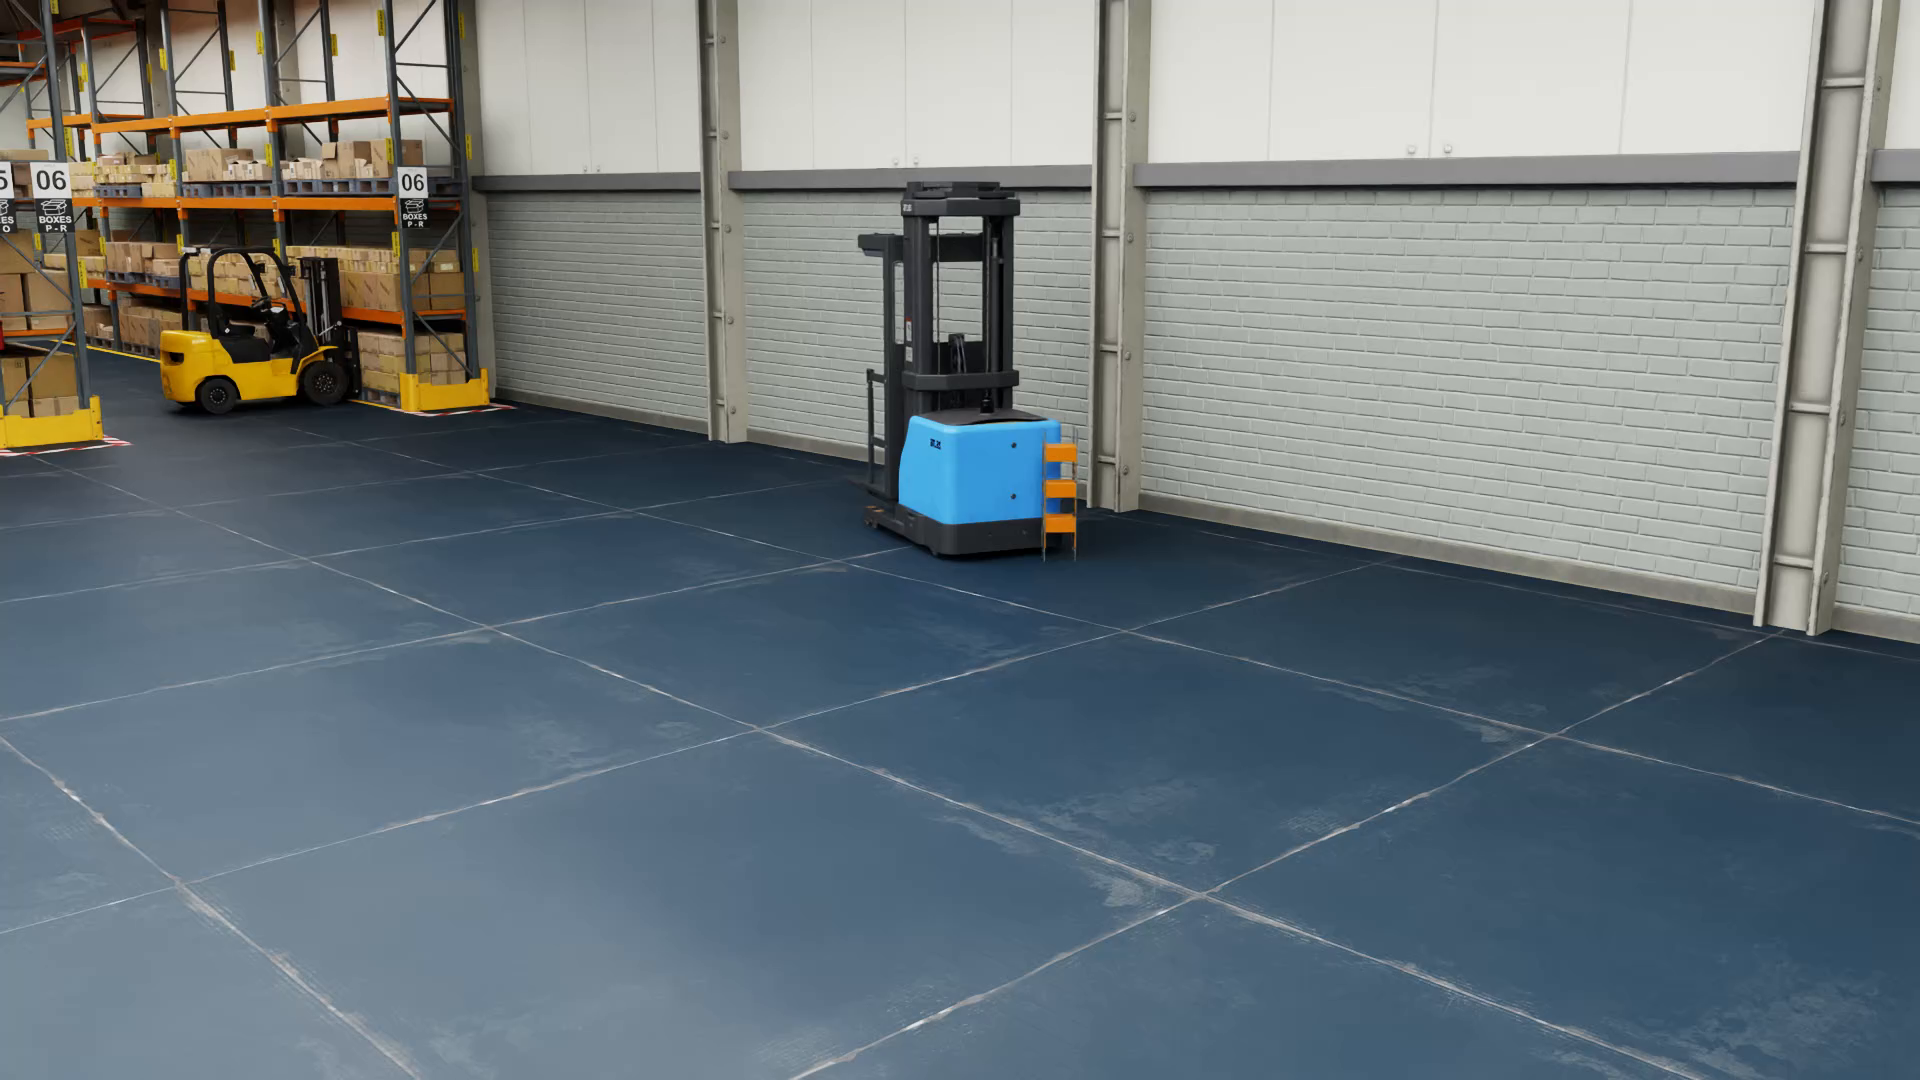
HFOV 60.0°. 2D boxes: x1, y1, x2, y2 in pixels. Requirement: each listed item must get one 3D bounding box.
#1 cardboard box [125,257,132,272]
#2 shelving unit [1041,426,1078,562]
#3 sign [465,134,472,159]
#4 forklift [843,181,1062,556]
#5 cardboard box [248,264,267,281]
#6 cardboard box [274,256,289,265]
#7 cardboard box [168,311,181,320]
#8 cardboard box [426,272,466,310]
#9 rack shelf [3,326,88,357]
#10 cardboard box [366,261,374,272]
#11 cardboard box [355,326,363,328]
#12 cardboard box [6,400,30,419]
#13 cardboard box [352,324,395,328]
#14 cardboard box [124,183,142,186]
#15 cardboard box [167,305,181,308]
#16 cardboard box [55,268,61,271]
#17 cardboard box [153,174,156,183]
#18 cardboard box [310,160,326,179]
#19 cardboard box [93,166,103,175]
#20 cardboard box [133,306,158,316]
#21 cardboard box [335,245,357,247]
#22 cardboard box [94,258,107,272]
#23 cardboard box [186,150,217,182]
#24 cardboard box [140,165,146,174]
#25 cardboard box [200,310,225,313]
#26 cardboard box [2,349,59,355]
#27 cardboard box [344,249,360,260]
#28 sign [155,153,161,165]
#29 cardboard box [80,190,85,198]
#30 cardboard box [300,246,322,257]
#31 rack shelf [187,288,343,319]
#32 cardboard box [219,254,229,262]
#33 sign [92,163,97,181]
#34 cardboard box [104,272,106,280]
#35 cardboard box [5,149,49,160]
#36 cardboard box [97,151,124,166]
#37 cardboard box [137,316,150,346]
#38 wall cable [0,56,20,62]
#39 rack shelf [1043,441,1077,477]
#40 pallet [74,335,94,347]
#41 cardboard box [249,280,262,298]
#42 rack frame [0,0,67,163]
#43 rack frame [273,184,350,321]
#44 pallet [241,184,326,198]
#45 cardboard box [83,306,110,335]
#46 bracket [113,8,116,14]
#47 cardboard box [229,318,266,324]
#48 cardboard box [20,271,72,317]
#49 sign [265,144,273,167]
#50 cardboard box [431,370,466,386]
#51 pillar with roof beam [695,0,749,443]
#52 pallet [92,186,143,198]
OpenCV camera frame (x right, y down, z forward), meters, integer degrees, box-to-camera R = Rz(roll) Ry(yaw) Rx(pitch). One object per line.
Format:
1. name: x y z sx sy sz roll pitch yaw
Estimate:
1. cardboard box: -14.646 -4.926 29.681 0.396 0.266 0.258 -10 15 -40
2. shelving unit: 0.779 -0.363 13.071 0.252 1.050 0.215 -1 12 -4
3. sign: -6.636 -5.304 22.425 0.100 0.325 0.005 -11 16 -43
4. forklift: -0.214 -1.566 14.248 1.130 2.935 3.031 -5 13 -22
5. cardboard box: -10.688 -4.157 25.786 0.500 0.250 0.500 11 16 44
6. cardboard box: -10.200 -4.261 25.303 0.380 0.149 0.250 -10 15 -41
7. cardboard box: -13.601 -3.920 29.049 0.380 0.149 0.250 -10 15 -41
8. cardboard box: -7.183 -3.451 22.982 0.500 0.500 0.500 -10 15 -41
9. rack shelf: -12.010 -2.539 20.582 1.077 0.370 4.000 -11 16 -43
10. cardboard box: -7.979 -3.787 23.003 0.380 0.149 0.250 -11 16 -43
11. cardboard box: -8.999 -2.962 24.152 0.500 0.250 0.500 -10 15 -41
12. cardboard box: -11.398 -1.542 19.736 0.500 0.250 0.500 -11 16 -43
13. cardboard box: -8.623 -3.031 24.487 0.500 0.250 0.500 -11 16 -42
14. cardboard box: -15.472 -6.697 31.187 0.500 0.250 0.500 -11 16 -44
15. cardboard box: -14.310 -4.223 30.520 0.250 0.149 0.380 11 16 42
16. cardboard box: -17.853 -5.386 33.245 0.380 0.149 0.250 -10 16 -41
17. cardboard box: -13.652 -6.224 28.638 0.380 0.149 0.250 -11 16 -42
18. cardboard box: -8.998 -5.274 23.688 0.258 0.266 0.396 11 16 44
19. cardboard box: -15.439 -6.684 30.085 0.380 0.149 0.250 -10 15 -41
20. cardboard box: -14.840 -4.187 30.346 0.250 0.149 0.380 11 16 42
21. cardboard box: -9.221 -4.341 24.953 0.250 0.149 0.380 11 16 44
22. cardboard box: -15.856 -5.155 31.134 0.500 0.250 0.500 -10 16 -41
23. cardboard box: -12.242 -6.092 27.077 0.500 0.500 0.500 -11 16 -42
24. cardboard box: -13.913 -6.394 28.725 0.380 0.149 0.250 -11 16 -42
25. cardboard box: -13.094 -3.945 29.173 0.380 0.149 0.250 -11 16 -42
26. cardboard box: -11.367 -2.061 20.395 0.500 0.500 0.500 11 16 43
27. cardboard box: -8.395 -3.999 23.295 0.380 0.149 0.250 -10 16 -41
28. sign: -14.929 -7.036 30.937 0.100 0.325 0.005 -11 16 -43
29. cardboard box: -16.303 -6.513 31.280 0.380 0.149 0.250 -11 16 -43
30. cardboard box: -9.539 -4.276 24.642 0.380 0.149 0.250 -11 16 -42
31. rack shelf: -11.185 -3.815 26.776 1.077 0.370 4.000 -11 16 -43
32. cardboard box: -11.660 -4.551 26.712 0.380 0.149 0.250 -10 16 -41
33. sign: -15.715 -6.688 30.226 0.100 0.325 0.005 -11 16 -43
34. cardboard box: -15.731 -4.931 31.034 0.380 0.149 0.250 -11 16 -42
35. cardboard box: -10.727 -4.416 19.125 0.380 0.149 0.250 -11 16 -43
36. cardboard box: -15.373 -6.899 30.102 0.396 0.266 0.258 -11 16 -43
37. cardboard box: -14.441 -3.772 29.941 0.500 0.500 0.500 11 16 43
38. wall cable: -21.062 -12.291 37.485 2.988 3.039 0.133 -11 16 -43
39. rack shelf: 0.779 -0.630 13.015 0.240 0.259 0.215 -1 12 -4
40. pallet: -16.649 -3.955 32.586 1.003 0.211 1.213 -11 16 -43
41. cardboard box: -10.692 -3.911 25.834 0.500 0.250 0.500 -11 16 -43
42. rack frame: -10.629 -5.537 18.488 1.000 3.000 0.127 -11 16 -43
43. rack frame: -9.804 -3.875 25.287 1.000 3.000 0.127 -11 16 -43
44. pallet: -10.422 -5.377 25.619 1.217 0.209 0.805 11 16 43
45. cardboard box: -16.882 -4.284 32.426 0.500 0.500 0.500 -11 16 -42
46. bracket: -15.701 -9.982 31.142 0.235 0.232 0.430 -11 16 -43
47. cardboard box: -11.688 -3.314 27.409 0.875 0.625 0.625 -10 15 -41
48. cardboard box: -10.755 -2.901 19.576 0.500 0.500 0.500 -11 16 -43
49. sign: -10.189 -5.675 24.526 0.100 0.325 0.005 -11 16 -43
50. cardboard box: -7.239 -2.249 23.168 0.500 0.250 0.500 -11 16 -42
51. pillar with roof beam: -5.840 -4.981 15.788 9.100 9.000 0.400 -11 16 -43
52. pallet: -14.929 -6.315 30.160 1.213 0.211 1.003 -11 16 -43
